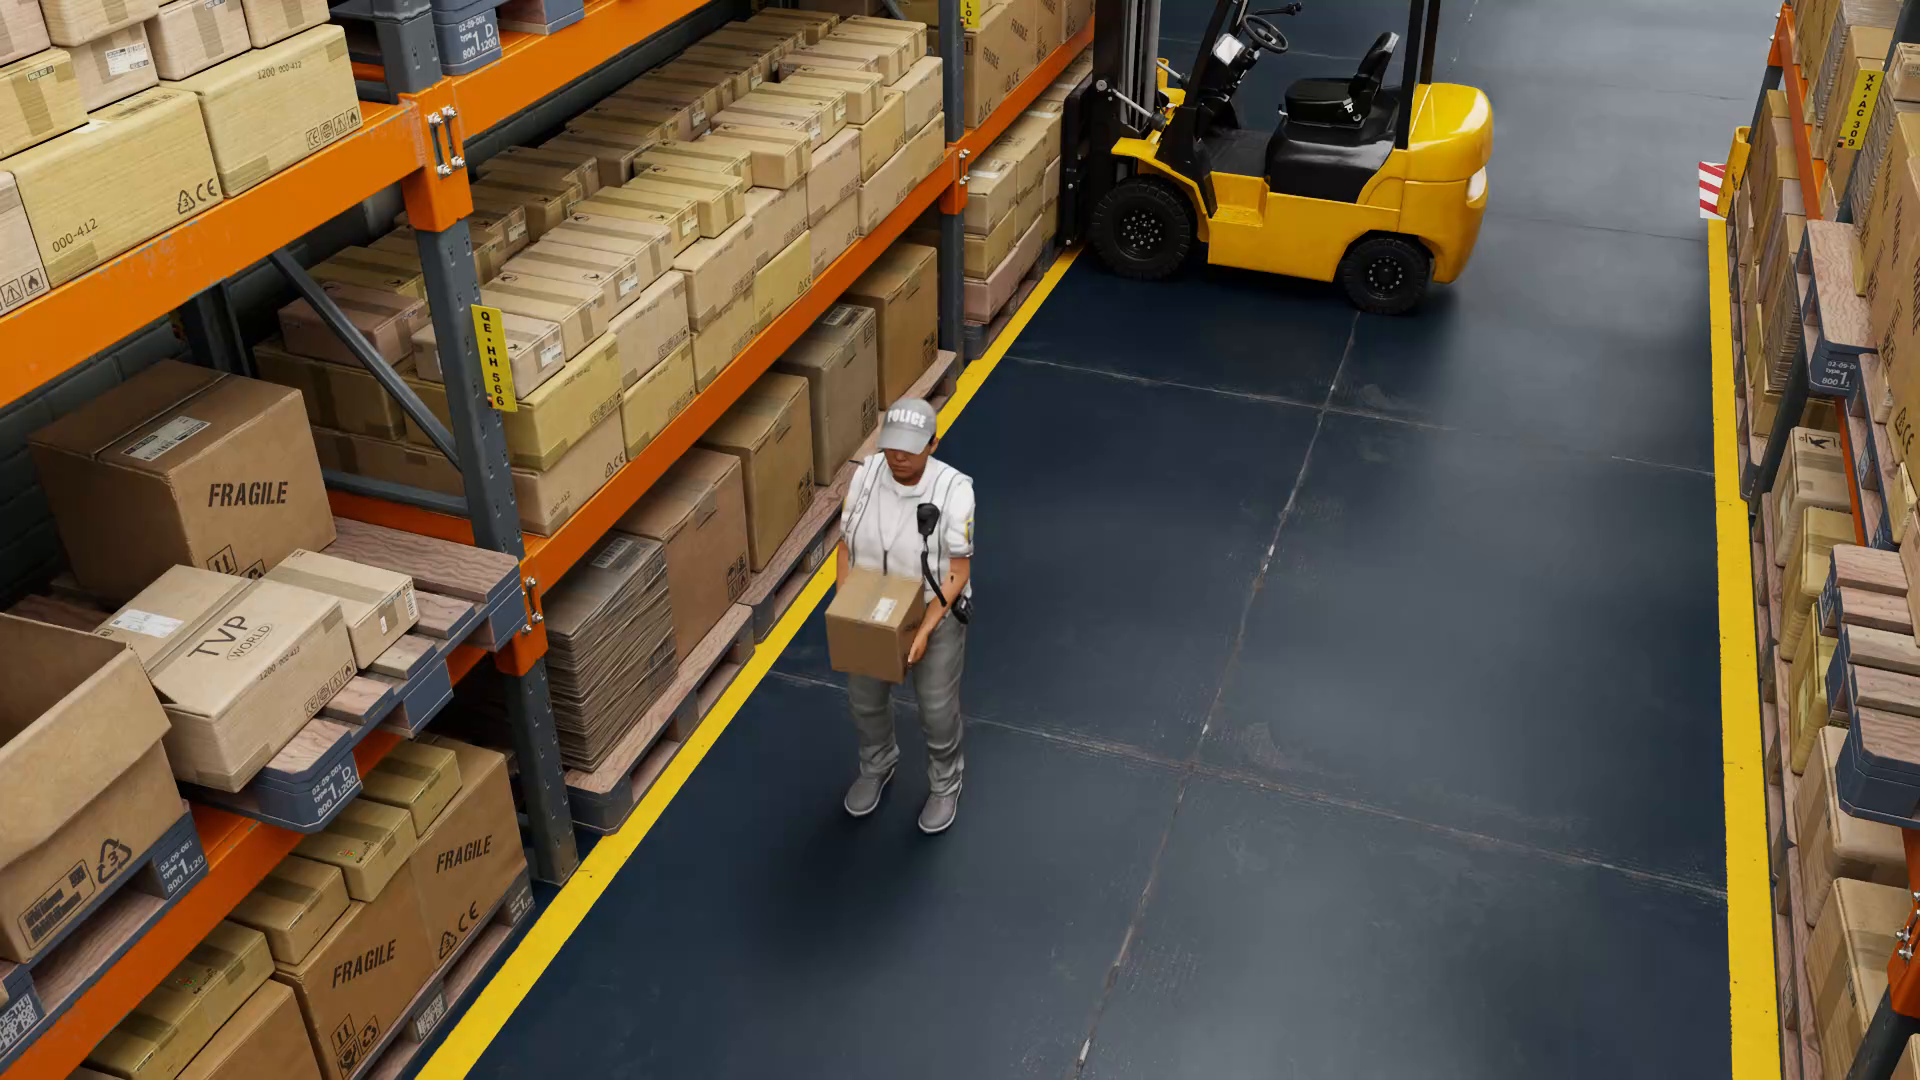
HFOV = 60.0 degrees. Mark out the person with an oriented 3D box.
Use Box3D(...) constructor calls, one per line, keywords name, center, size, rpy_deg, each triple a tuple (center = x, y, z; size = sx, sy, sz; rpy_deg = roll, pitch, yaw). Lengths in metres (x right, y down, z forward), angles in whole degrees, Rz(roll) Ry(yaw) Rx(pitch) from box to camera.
Box3D(name="person", center=(-0.202, 0.293, 5.692), size=(0.471, 1.664, 0.536), rpy_deg=(11, 35, 16))
